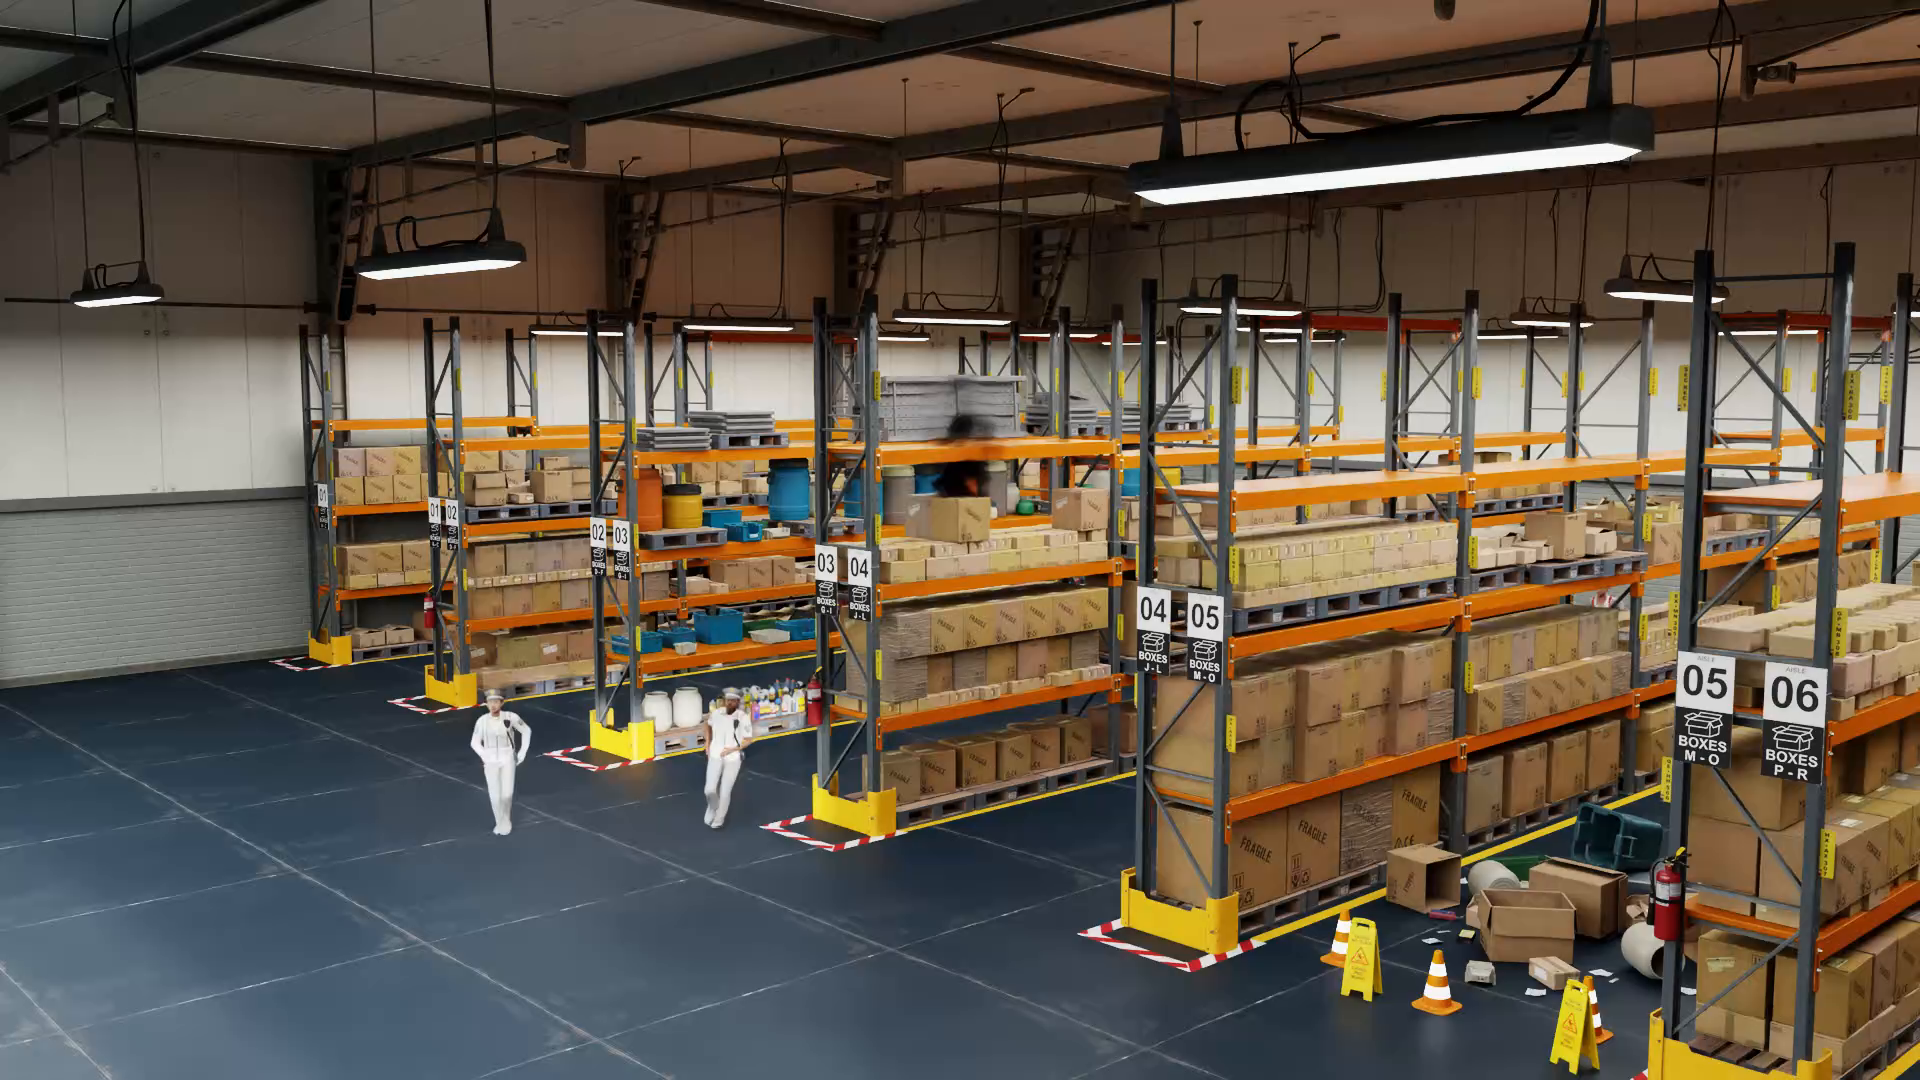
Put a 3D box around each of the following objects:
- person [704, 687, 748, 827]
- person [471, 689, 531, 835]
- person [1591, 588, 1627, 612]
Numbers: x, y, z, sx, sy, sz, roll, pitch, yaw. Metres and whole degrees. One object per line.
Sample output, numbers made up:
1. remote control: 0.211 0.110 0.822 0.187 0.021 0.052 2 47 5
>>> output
1. person: -2.658 2.447 18.821 0.529 1.640 0.462 0 6 4
2. person: -5.111 2.471 18.482 0.628 1.654 0.600 -1 6 -7
3. person: 10.604 1.445 27.466 0.690 1.480 0.440 5 7 38
